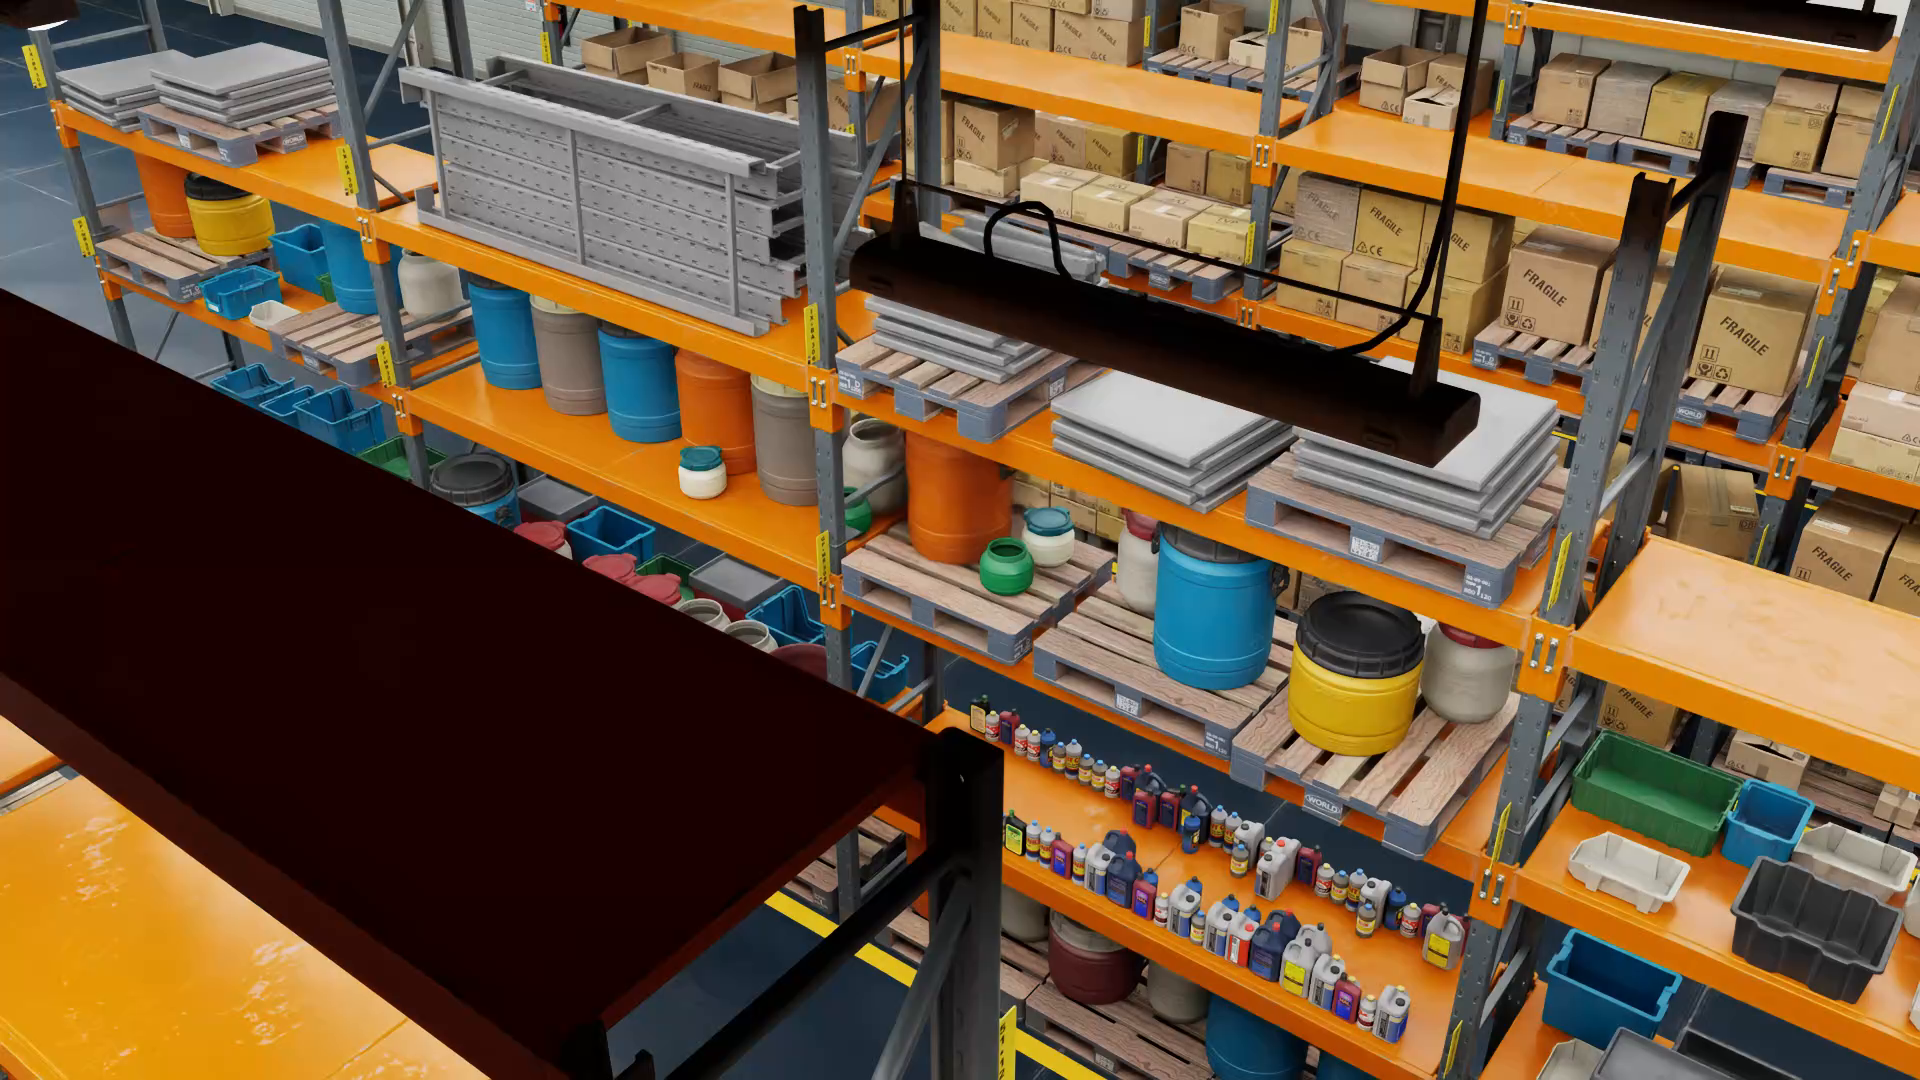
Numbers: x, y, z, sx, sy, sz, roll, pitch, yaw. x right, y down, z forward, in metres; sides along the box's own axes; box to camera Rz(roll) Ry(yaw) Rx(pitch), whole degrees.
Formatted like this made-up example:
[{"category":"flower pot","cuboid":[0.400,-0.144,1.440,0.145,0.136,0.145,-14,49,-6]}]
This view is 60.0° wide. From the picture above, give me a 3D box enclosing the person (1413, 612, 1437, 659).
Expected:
[{"category":"person","cuboid":[3.249,0.816,11.922,0.608,1.722,0.527,-13,34,-21]}]
